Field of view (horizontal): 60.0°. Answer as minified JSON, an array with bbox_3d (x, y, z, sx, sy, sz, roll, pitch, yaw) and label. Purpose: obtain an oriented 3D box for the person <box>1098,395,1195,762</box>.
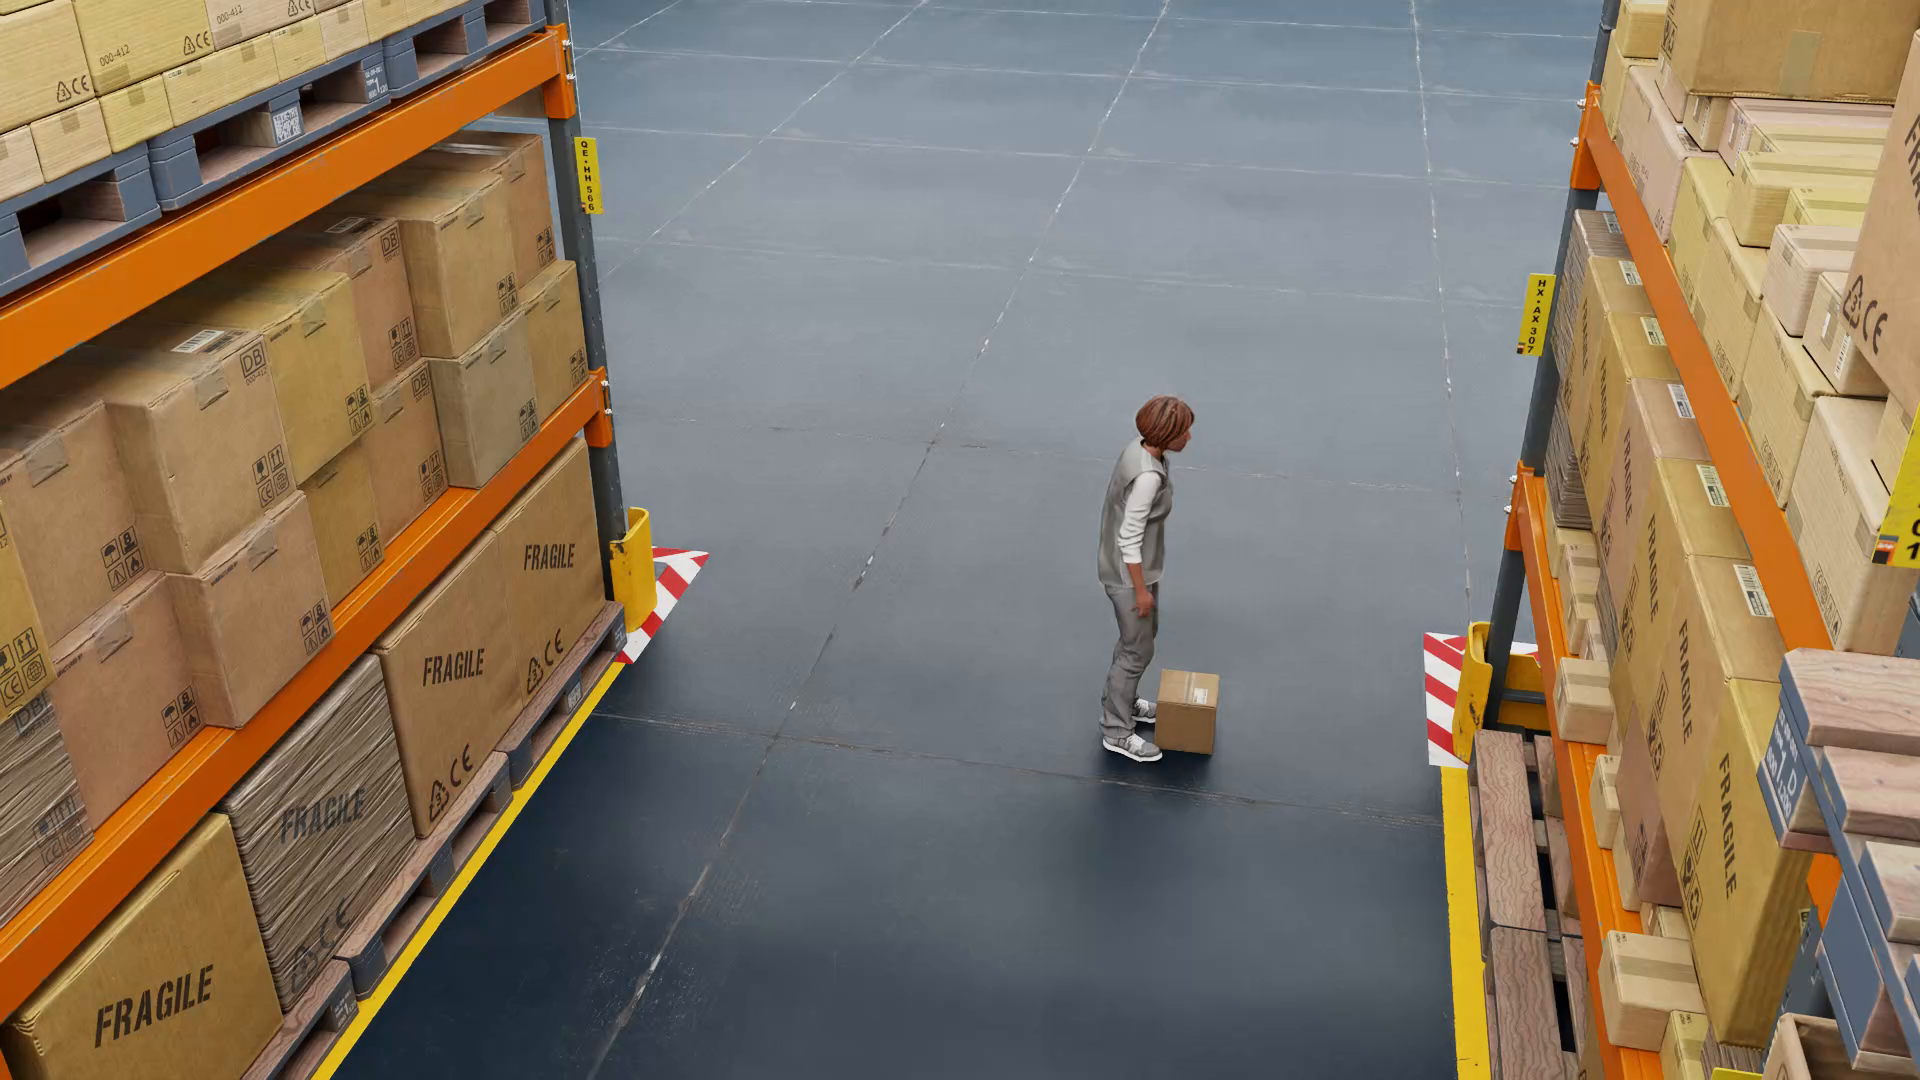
[{"bbox_3d":[0.746,0.136,6.896,0.350,1.592,0.472,5,30,10],"label":"person"}]
